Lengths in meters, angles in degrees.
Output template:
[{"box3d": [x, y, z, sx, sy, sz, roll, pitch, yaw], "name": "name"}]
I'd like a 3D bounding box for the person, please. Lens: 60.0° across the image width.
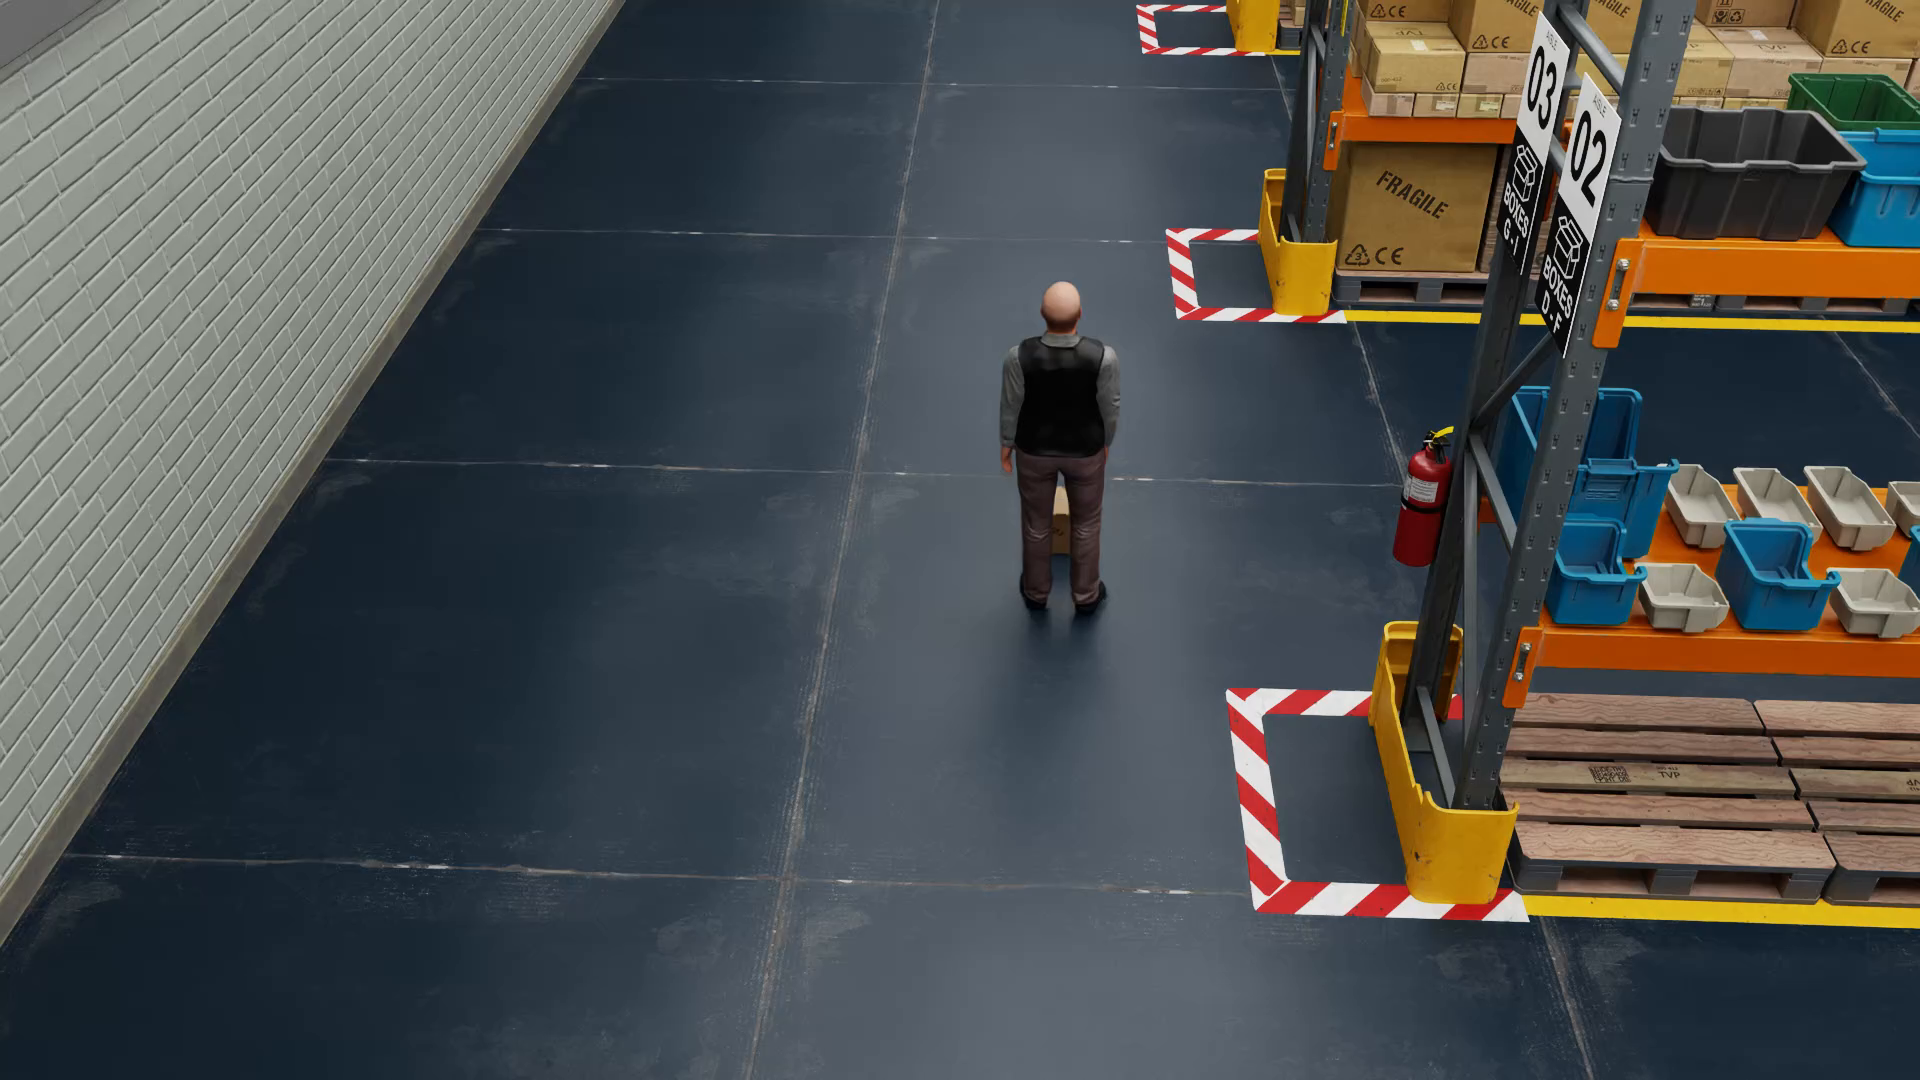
[{"box3d": [0.453, -0.417, 7.729, 0.544, 1.740, 0.358, 1, 35, 2], "name": "person"}]
